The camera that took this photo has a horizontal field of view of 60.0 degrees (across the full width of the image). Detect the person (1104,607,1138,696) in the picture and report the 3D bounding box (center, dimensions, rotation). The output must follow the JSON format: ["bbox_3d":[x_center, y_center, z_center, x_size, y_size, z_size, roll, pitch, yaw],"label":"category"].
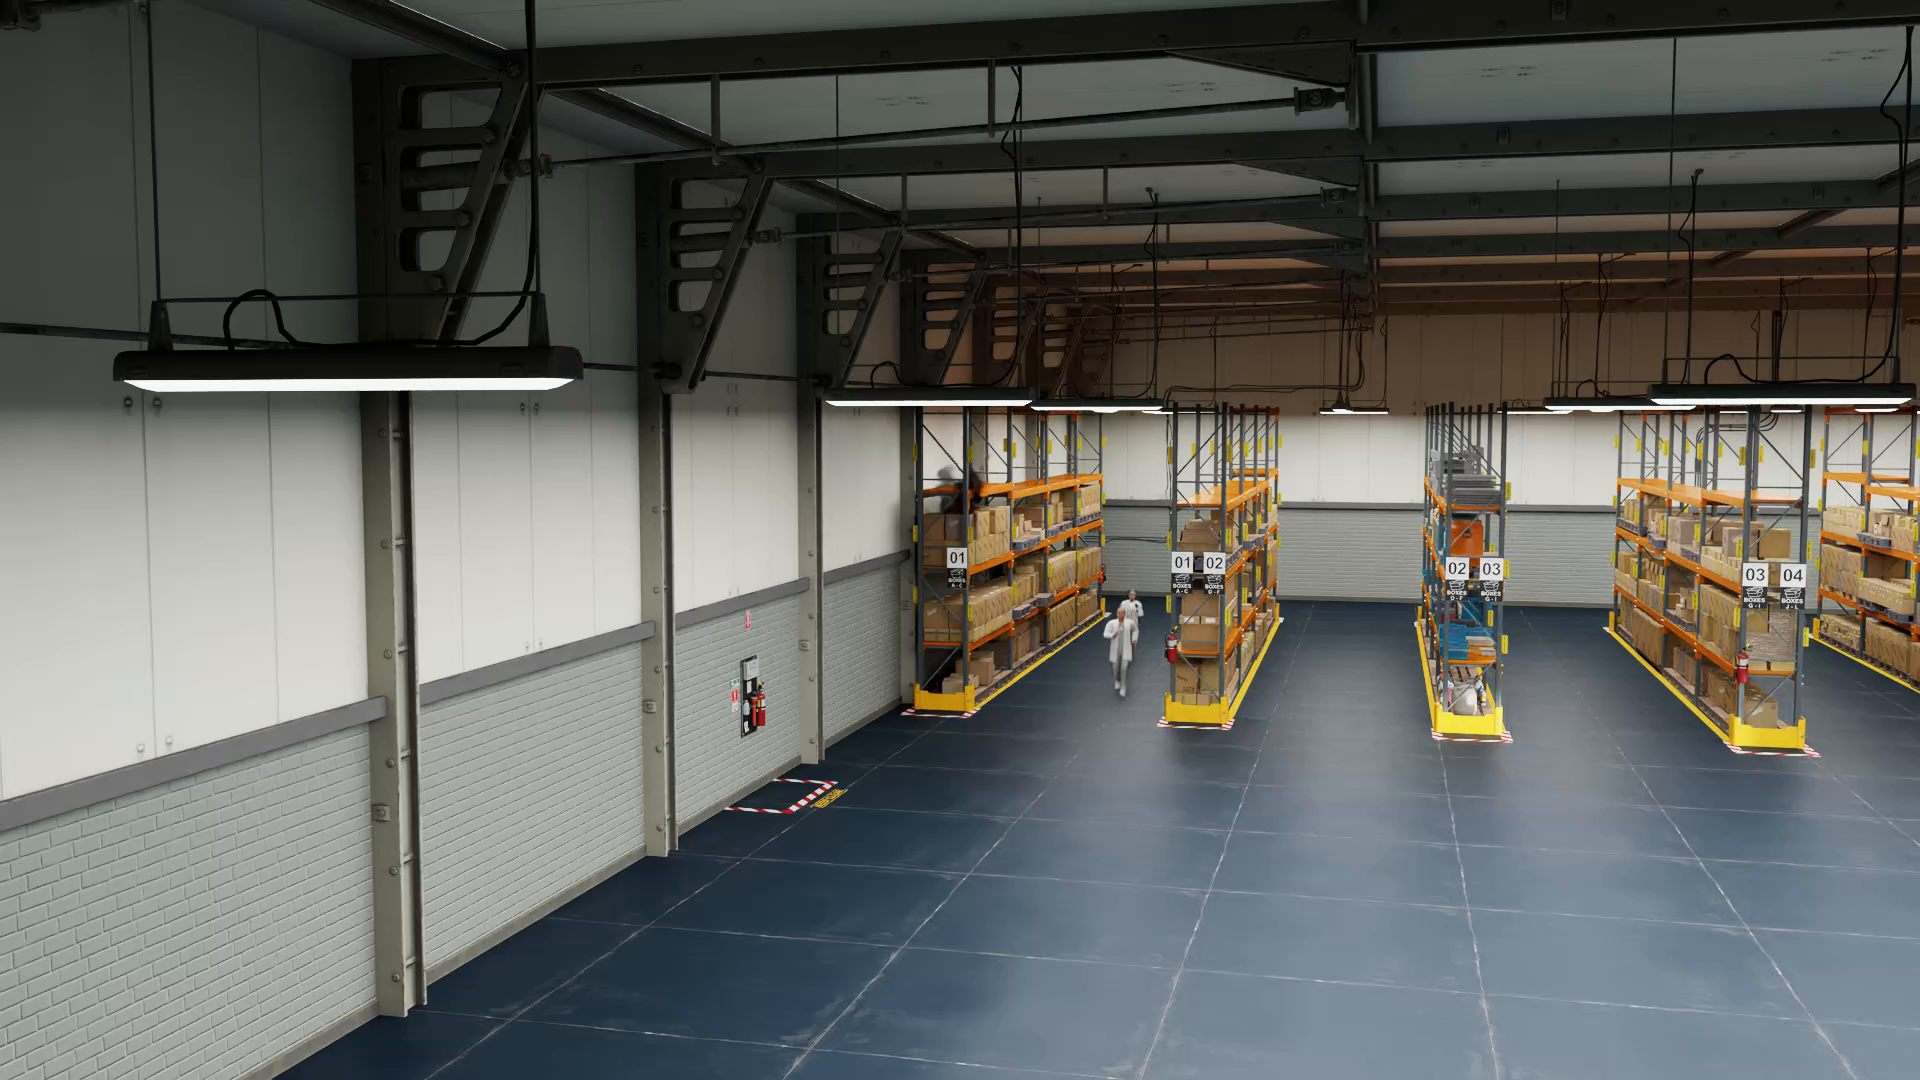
[{"bbox_3d":[3.313,2.272,34.293,0.701,1.767,1.035,1,4,9],"label":"person"}]

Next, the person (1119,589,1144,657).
[{"bbox_3d":[4.019,2.002,39.087,0.573,1.727,0.699,0,4,1],"label":"person"}]

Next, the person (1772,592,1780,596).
[{"bbox_3d":[20.949,1.704,43.202,0.719,1.760,0.742,3,5,38],"label":"person"}]
